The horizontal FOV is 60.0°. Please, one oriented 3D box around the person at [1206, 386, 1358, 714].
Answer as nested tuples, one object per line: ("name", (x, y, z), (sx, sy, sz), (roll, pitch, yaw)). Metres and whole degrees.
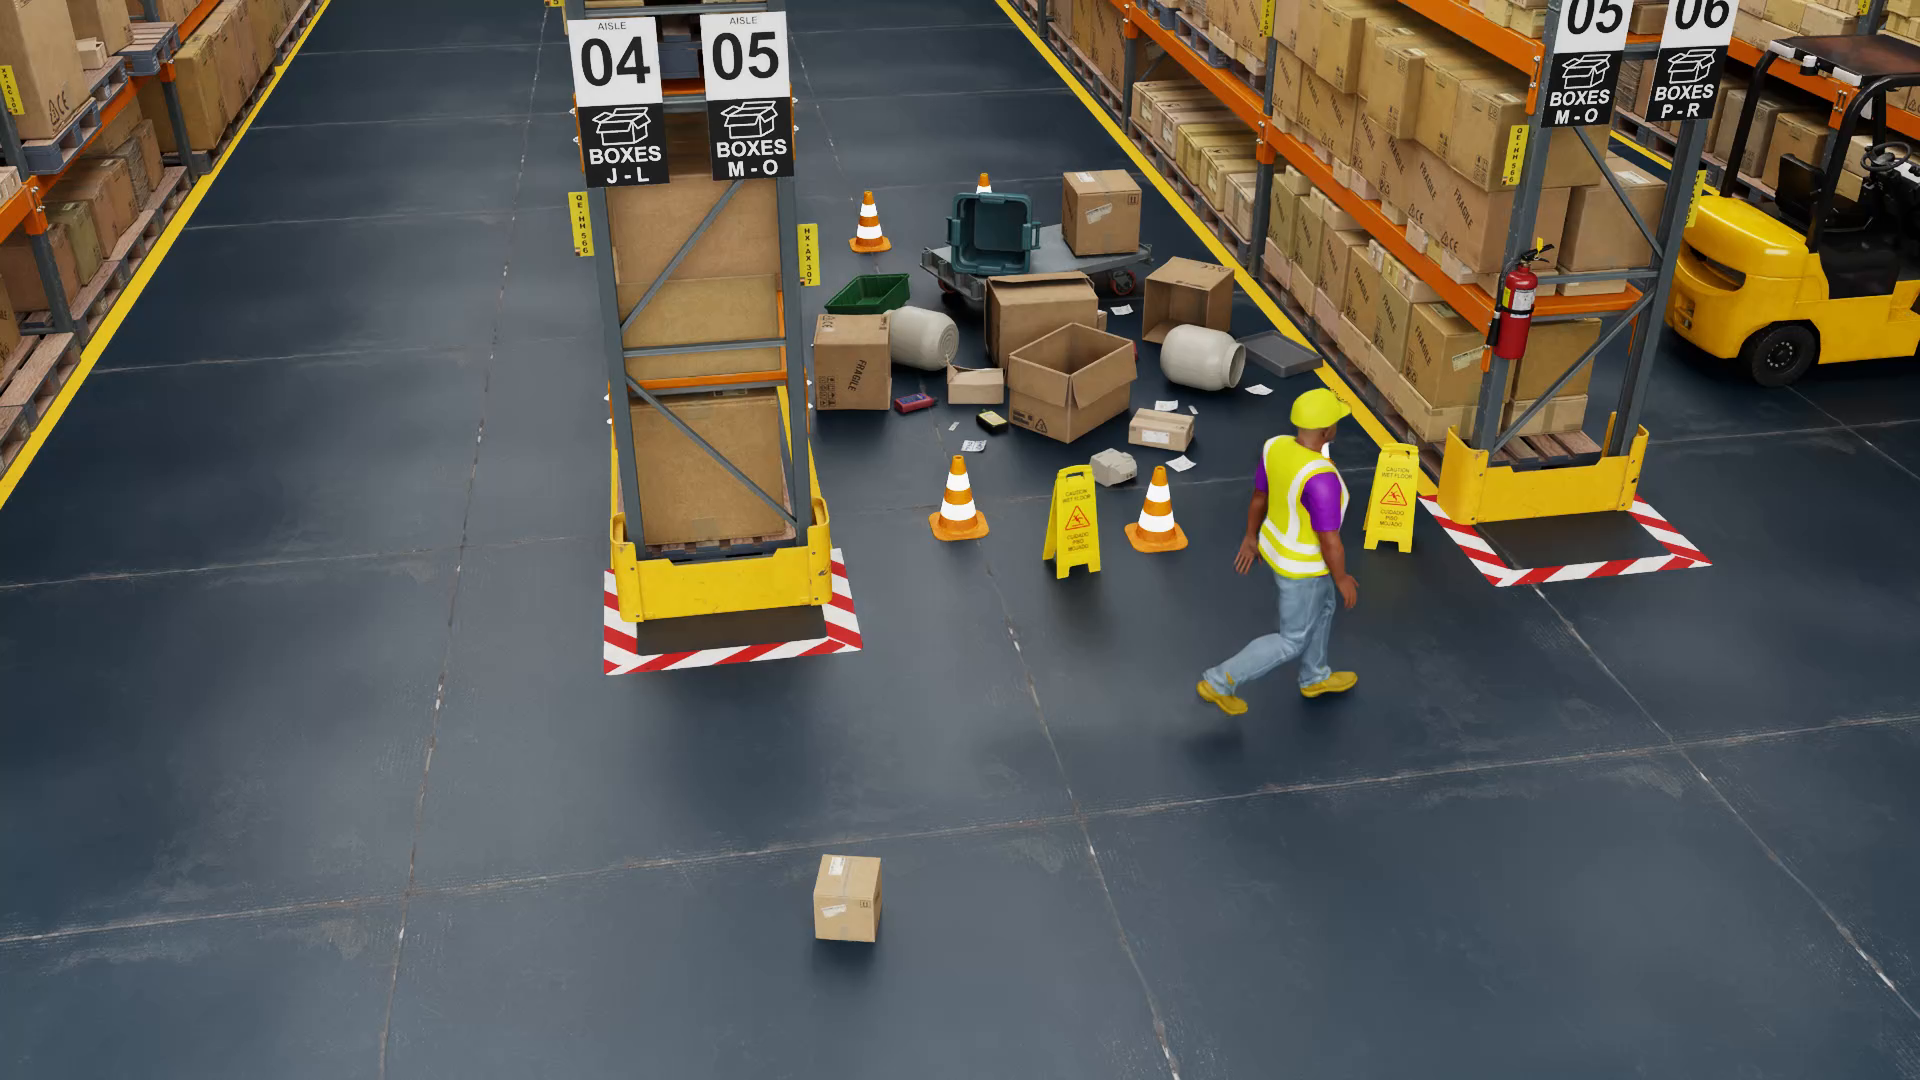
("person", (1.611, 0.073, 7.979), (0.890, 1.734, 0.579), (-7, 31, -12))
